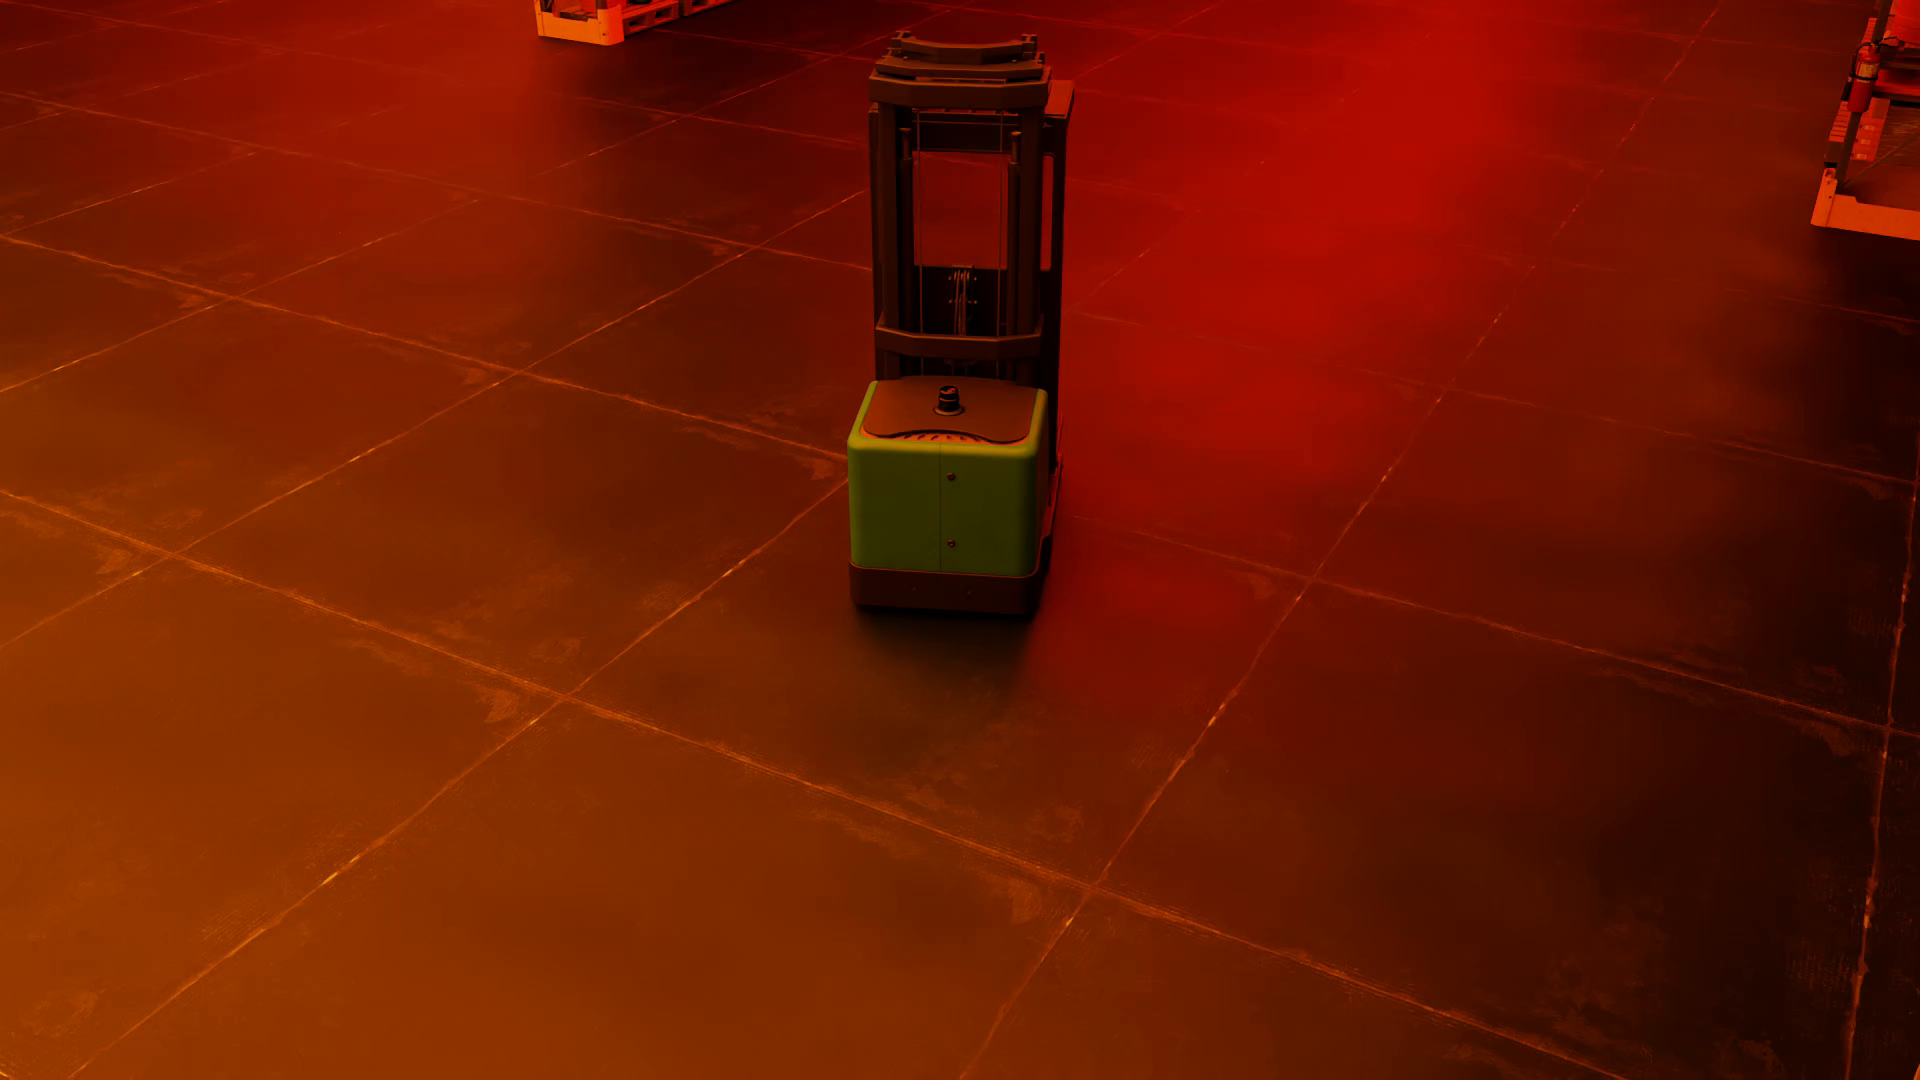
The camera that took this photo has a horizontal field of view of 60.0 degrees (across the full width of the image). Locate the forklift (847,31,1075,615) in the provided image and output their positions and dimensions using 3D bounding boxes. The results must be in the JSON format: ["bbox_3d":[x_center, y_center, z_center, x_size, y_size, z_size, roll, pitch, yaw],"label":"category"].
[{"bbox_3d":[0.072,-1.572,9.794,1.130,2.935,3.031,3,30,6],"label":"forklift"}]
